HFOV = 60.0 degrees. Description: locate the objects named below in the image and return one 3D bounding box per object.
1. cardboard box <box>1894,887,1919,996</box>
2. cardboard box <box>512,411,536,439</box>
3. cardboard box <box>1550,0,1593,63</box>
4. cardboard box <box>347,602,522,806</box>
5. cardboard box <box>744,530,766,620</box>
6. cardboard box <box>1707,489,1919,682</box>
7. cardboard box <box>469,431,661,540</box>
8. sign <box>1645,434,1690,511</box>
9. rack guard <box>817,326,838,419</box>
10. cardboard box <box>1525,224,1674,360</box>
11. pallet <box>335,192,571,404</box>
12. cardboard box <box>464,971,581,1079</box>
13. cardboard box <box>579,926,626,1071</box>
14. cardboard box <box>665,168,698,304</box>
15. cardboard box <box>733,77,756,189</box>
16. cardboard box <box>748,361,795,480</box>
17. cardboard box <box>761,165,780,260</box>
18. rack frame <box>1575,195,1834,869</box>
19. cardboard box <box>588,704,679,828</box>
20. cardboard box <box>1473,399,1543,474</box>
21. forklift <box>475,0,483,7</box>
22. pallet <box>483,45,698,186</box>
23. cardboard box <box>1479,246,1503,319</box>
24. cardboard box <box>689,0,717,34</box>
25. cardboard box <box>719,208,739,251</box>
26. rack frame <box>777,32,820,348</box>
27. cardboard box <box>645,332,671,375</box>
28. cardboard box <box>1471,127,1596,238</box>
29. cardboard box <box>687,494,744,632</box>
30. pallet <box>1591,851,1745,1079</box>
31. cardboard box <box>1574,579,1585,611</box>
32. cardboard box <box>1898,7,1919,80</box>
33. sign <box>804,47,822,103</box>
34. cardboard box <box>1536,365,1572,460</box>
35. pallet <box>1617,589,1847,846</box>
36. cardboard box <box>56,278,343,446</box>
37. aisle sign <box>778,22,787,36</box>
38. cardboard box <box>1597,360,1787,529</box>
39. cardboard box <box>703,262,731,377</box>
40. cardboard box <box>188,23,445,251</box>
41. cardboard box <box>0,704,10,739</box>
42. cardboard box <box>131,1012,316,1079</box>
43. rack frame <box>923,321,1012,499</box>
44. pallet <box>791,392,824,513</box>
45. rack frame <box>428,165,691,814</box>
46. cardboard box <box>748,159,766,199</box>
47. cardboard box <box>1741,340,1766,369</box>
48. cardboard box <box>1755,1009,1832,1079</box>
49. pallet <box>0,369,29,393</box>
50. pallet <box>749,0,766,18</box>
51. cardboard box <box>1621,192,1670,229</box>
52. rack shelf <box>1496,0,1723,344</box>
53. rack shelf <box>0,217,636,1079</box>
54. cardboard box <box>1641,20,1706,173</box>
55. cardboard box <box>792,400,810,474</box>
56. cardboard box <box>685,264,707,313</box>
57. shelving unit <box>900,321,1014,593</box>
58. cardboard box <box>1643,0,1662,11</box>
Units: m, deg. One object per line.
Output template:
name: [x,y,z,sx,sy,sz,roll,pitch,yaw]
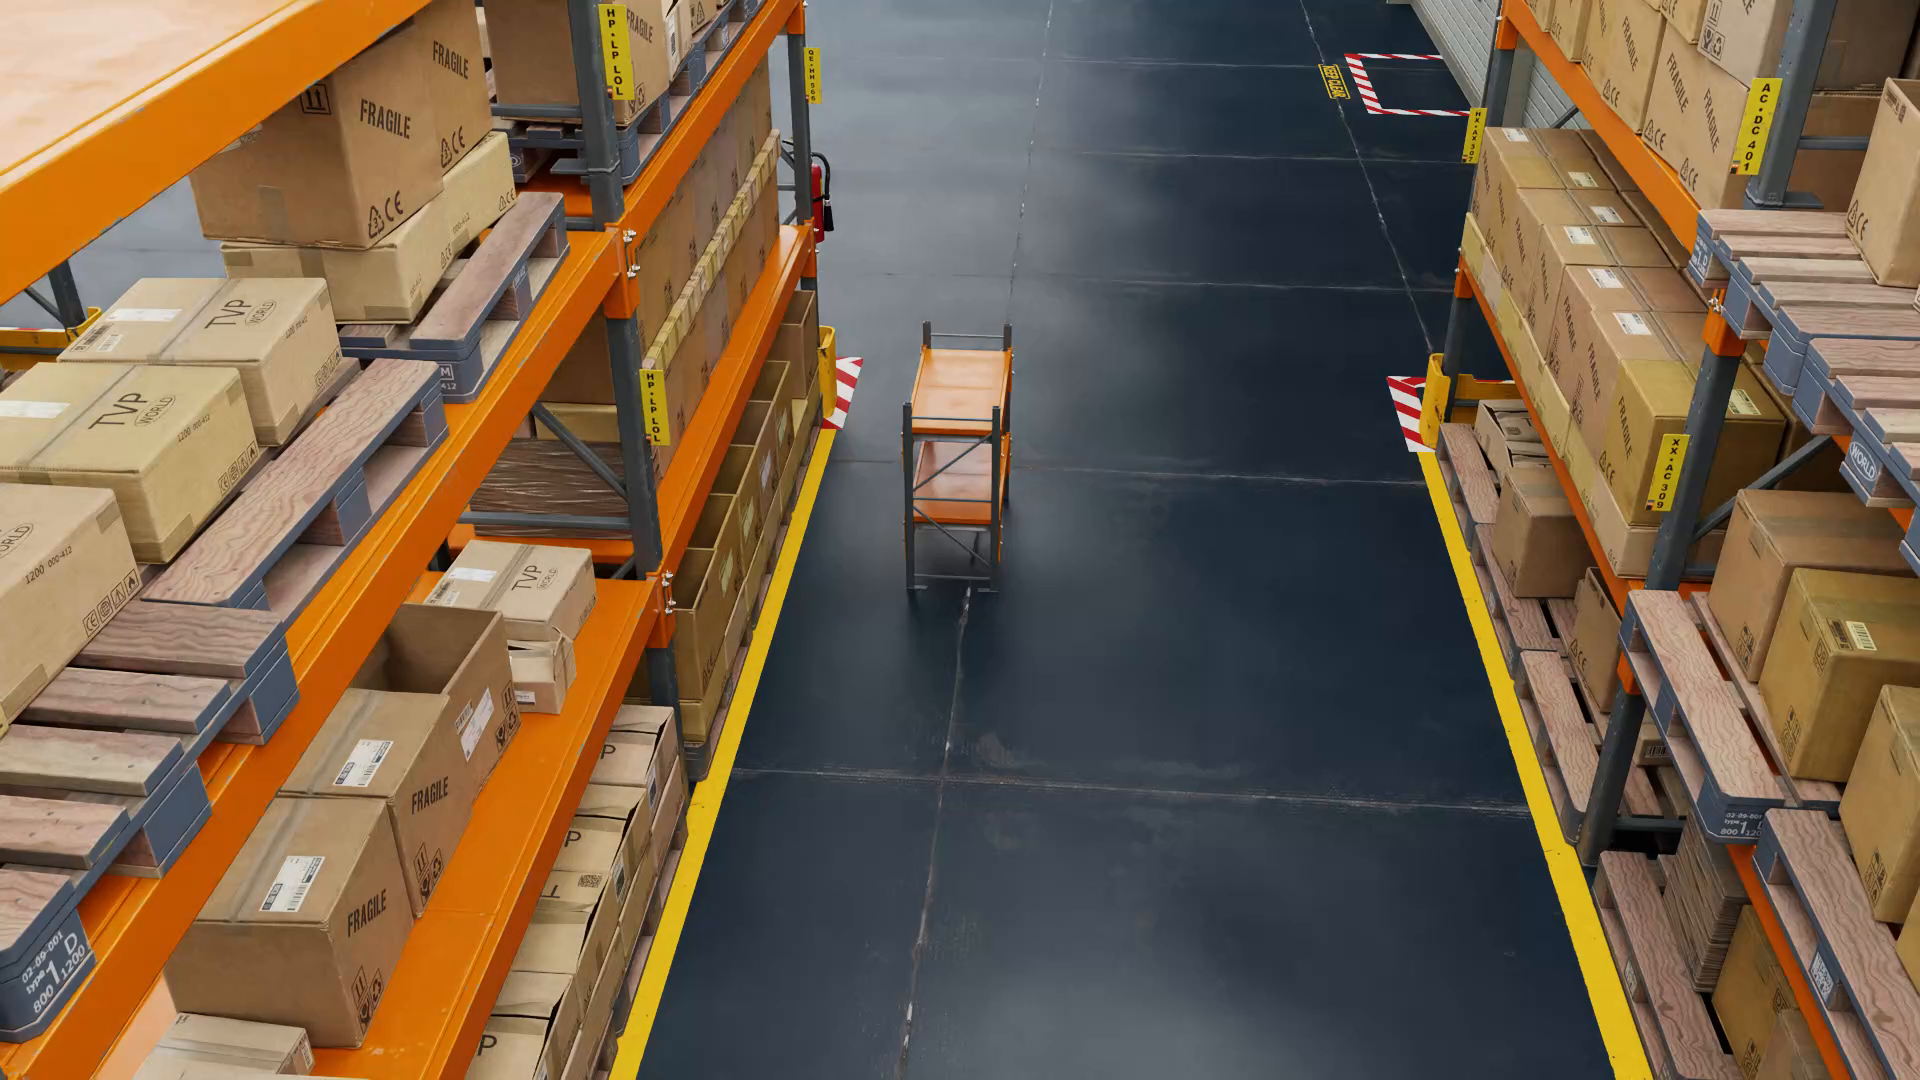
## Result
cardboard box: [2.987,1.099,4.373,0.700,0.500,0.500,2,32,4]
cardboard box: [-1.924,-0.544,6.840,0.380,0.149,0.250,2,32,4]
cardboard box: [3.136,-2.568,7.865,0.500,0.500,0.500,4,32,6]
cardboard box: [-1.855,0.560,5.667,0.500,0.500,0.500,5,32,8]
cardboard box: [-1.301,0.166,8.622,0.500,0.250,0.500,2,32,4]
cardboard box: [3.129,0.171,5.879,0.700,0.500,0.500,3,32,4]
cardboard box: [-1.703,-0.348,7.141,0.700,0.500,0.500,2,32,3]
sign: [2.663,-0.252,6.254,0.100,0.325,0.005,2,32,4]
rack guard: [-1.405,-1.113,10.861,1.175,0.500,0.348,2,32,4]
cardboard box: [3.063,-1.184,8.002,0.500,0.500,0.500,3,32,6]
pallet: [-1.792,-0.807,5.304,0.805,0.209,1.217,1,32,2]
cardboard box: [-1.604,1.699,5.600,0.500,0.311,0.500,2,32,3]
cardboard box: [-1.562,1.680,6.166,0.500,0.250,0.500,3,32,5]
cardboard box: [-1.622,-1.427,7.654,0.700,0.500,0.500,2,32,4]
cardboard box: [-1.500,-2.213,8.931,0.700,0.500,0.500,2,32,3]
cardboard box: [-1.221,-0.676,9.274,0.500,0.500,0.500,2,32,4]
cardboard box: [-1.458,-1.964,9.763,0.700,0.500,0.500,2,32,4]
rack frame: [3.205,0.136,6.450,1.000,3.000,0.127,2,32,4]
cardboard box: [-1.480,0.904,6.891,0.500,0.311,0.500,2,32,4]
cardboard box: [3.384,-0.640,9.853,0.500,0.311,0.500,-1,32,-2]
forklift: [-3.013,-1.713,9.516,1.130,2.935,3.031,4,32,6]
pallet: [-1.689,-1.760,6.752,1.003,0.211,1.213,2,32,4]
cardboard box: [3.146,-1.386,9.045,0.500,0.250,0.500,2,32,2]
cardboard box: [-1.473,-2.489,7.218,0.797,0.503,0.637,6,32,9]
cardboard box: [-1.352,-1.599,8.552,0.380,0.149,0.250,3,32,5]
rack frame: [-1.407,-2.165,10.184,1.000,3.000,0.127,2,32,4]
cardboard box: [-1.478,-0.791,7.241,0.380,0.149,0.250,2,32,3]
cardboard box: [3.192,-1.983,9.297,0.500,0.500,0.500,2,32,4]
cardboard box: [-1.350,0.108,8.001,0.500,0.500,0.500,2,32,4]
pallet: [3.143,1.730,6.521,1.003,0.211,1.213,2,32,4]
cardboard box: [3.355,0.327,8.438,0.380,0.149,0.250,0,32,0]
cardboard box: [3.529,-1.862,5.765,0.500,0.500,0.500,3,32,5]
sign: [-0.868,-2.728,9.769,0.100,0.325,0.005,2,32,4]
cardboard box: [3.015,-0.593,7.757,0.500,0.250,0.500,2,32,4]
pallet: [2.997,0.611,5.862,1.003,0.211,1.213,2,32,4]
cardboard box: [-1.950,-0.468,4.315,0.500,0.250,0.500,0,32,0]
aisle sign: [-1.109,-3.294,9.538,0.394,0.787,0.004,2,32,4]
cardboard box: [2.935,-0.388,6.710,0.500,0.500,0.500,2,32,4]
cardboard box: [-1.581,-1.154,8.449,0.700,0.500,0.500,3,32,5]
cardboard box: [-1.846,-1.165,4.730,0.500,0.500,0.500,5,32,9]
cardboard box: [-2.078,0.387,2.928,0.500,0.250,0.500,0,32,0]
cardboard box: [-2.011,1.456,4.548,0.380,0.149,0.250,5,32,8]
rack frame: [0.041,-0.741,9.661,0.500,1.125,0.032,2,32,4]
pallet: [-1.428,-0.576,10.264,1.003,0.211,1.213,2,32,4]
rack frame: [-1.733,-0.073,6.790,1.000,3.000,0.127,2,32,4]
cardboard box: [-1.289,-2.005,9.211,0.380,0.149,0.250,2,32,3]
cardboard box: [3.497,-0.635,7.111,0.500,0.500,0.500,2,32,4]
cardboard box: [3.087,1.936,5.493,0.700,0.500,0.500,3,32,5]
pallet: [-6.375,-0.725,10.506,1.003,0.211,1.213,2,32,4]
pallet: [-1.491,-3.036,8.822,1.003,0.211,1.213,2,32,4]
cardboard box: [3.615,-1.430,8.401,0.500,0.500,0.500,2,32,3]
rack shelf: [3.367,-1.880,7.549,1.077,0.370,4.000,2,32,4]
rack shelf: [-1.896,0.002,4.495,1.077,0.370,4.000,2,32,4]
cardboard box: [3.053,-1.730,6.506,0.500,0.500,0.500,0,32,0]
cardboard box: [-1.185,-0.618,9.895,0.500,0.250,0.500,2,32,4]
cardboard box: [-1.417,-1.198,7.902,0.380,0.149,0.250,2,32,3]
shelving unit: [-0.001,-0.475,9.229,0.538,1.125,1.048,2,32,4]
cardboard box: [3.041,-2.452,6.723,0.500,0.500,0.500,1,32,2]
